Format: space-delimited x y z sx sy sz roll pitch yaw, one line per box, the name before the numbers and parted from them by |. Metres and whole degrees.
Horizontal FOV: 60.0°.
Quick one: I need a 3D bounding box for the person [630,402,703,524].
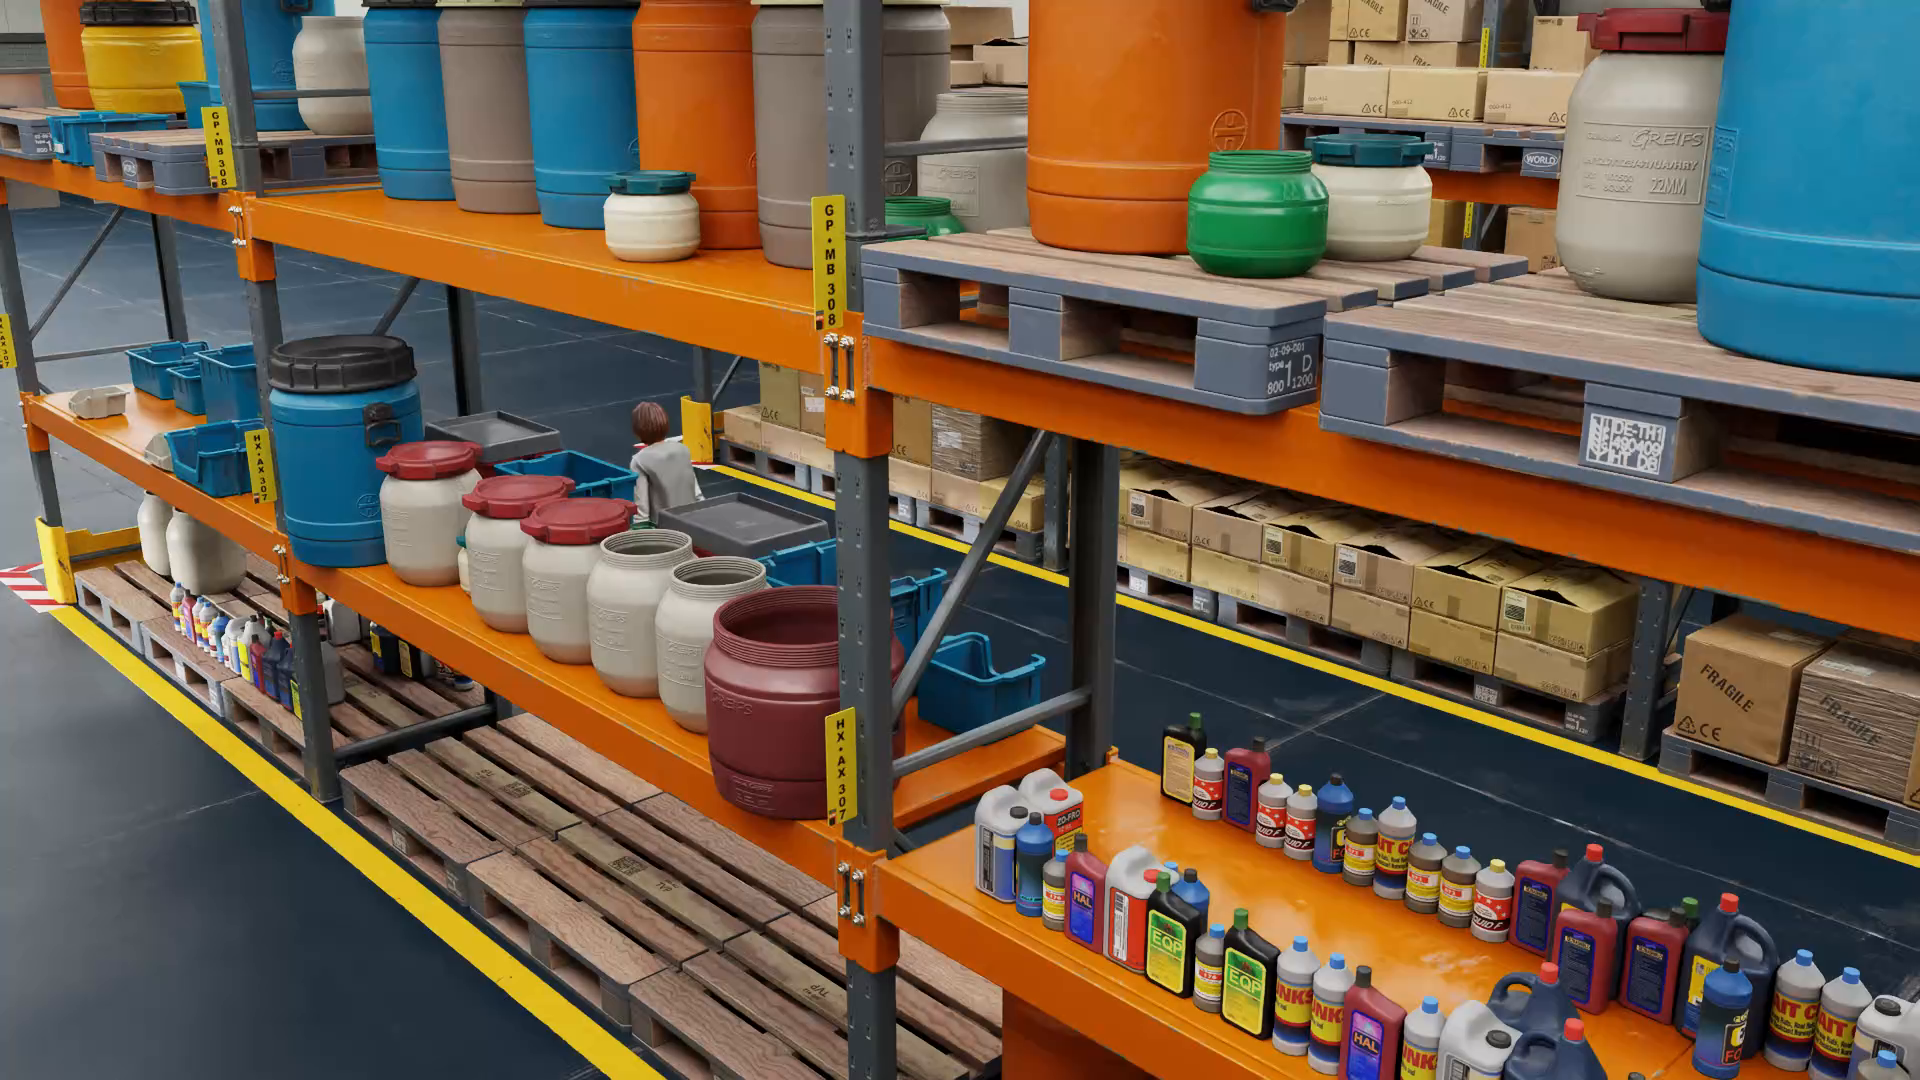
person | -1.570 0.045 8.928 0.346 1.592 0.484 16 23 41
